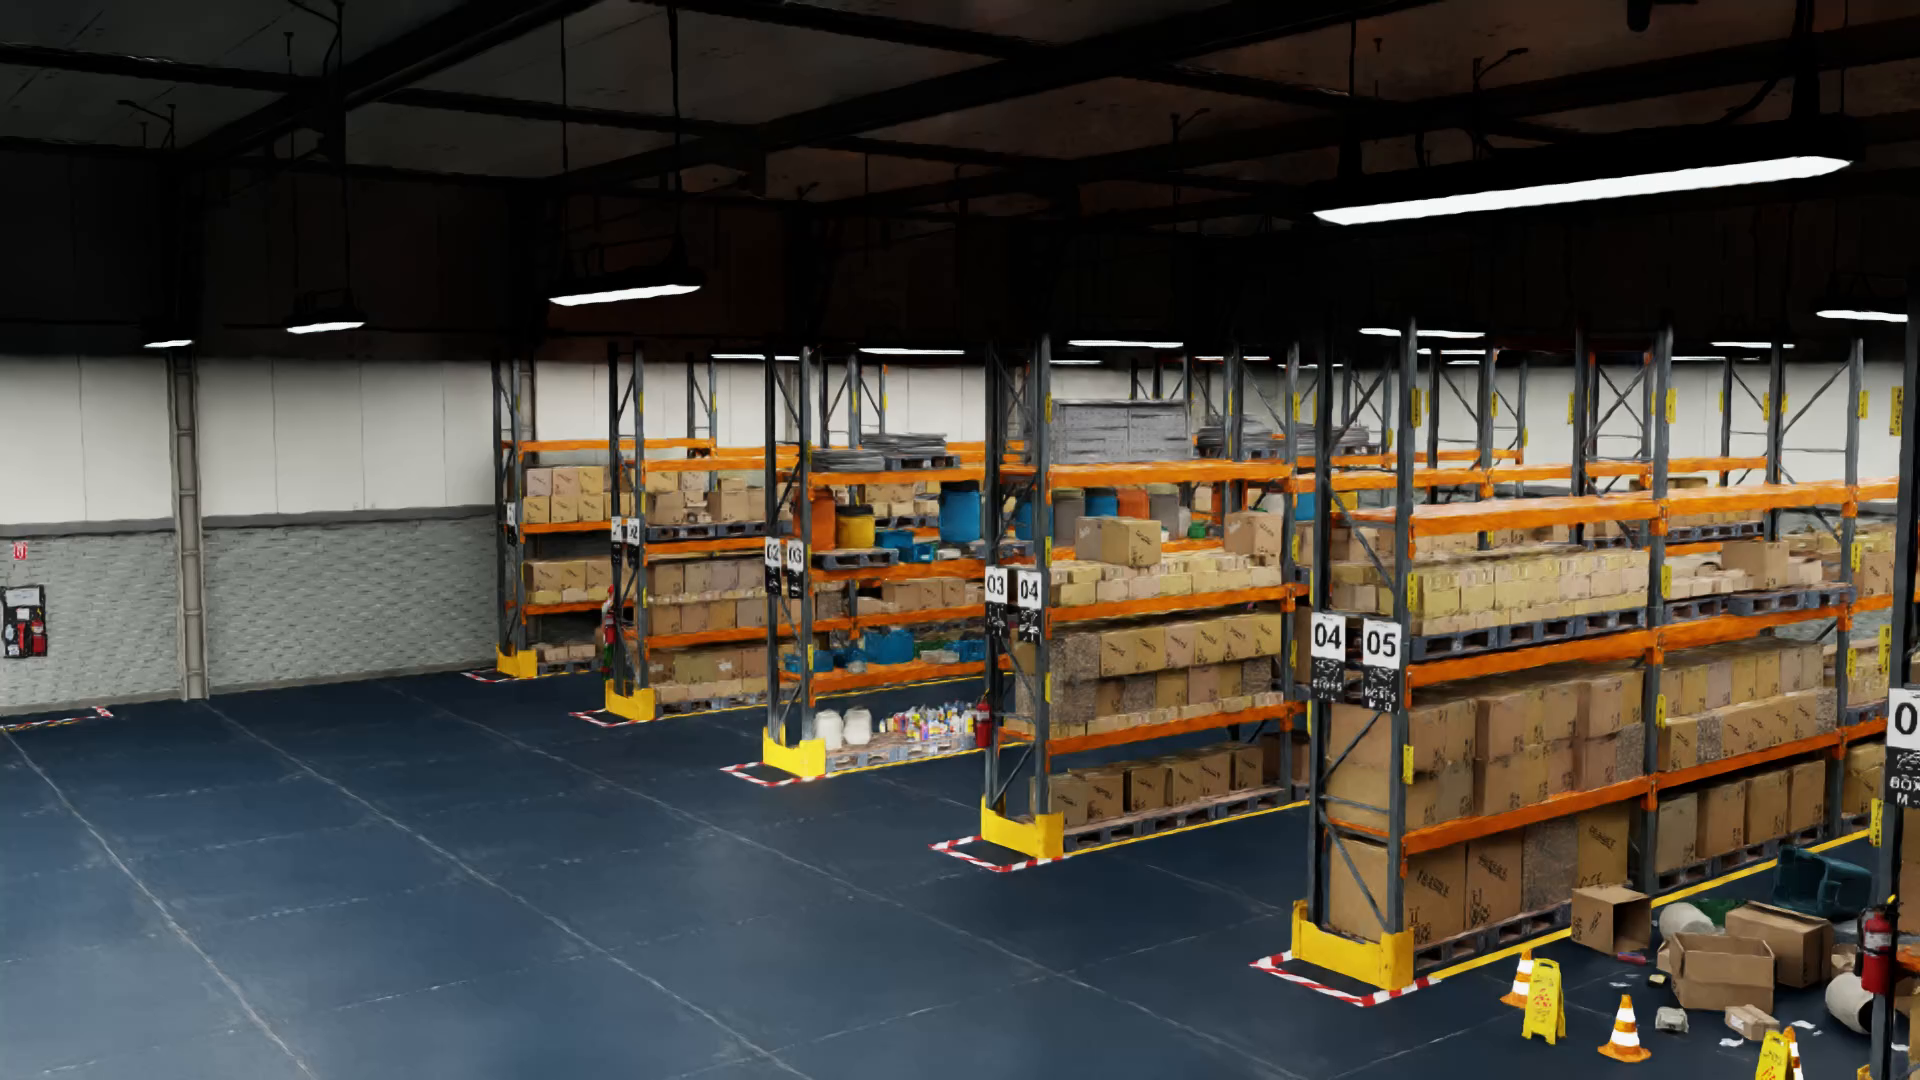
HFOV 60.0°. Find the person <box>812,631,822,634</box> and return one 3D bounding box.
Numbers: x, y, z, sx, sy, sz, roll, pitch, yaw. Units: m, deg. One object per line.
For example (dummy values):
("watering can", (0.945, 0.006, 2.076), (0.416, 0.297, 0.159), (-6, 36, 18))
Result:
("person", (-2.593, 1.697, 30.857), (0.535, 1.534, 0.566), (-4, 7, -40))

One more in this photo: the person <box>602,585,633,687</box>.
("person", (-6.052, 1.675, 29.344), (0.454, 1.794, 0.632), (2, 5, 21))
